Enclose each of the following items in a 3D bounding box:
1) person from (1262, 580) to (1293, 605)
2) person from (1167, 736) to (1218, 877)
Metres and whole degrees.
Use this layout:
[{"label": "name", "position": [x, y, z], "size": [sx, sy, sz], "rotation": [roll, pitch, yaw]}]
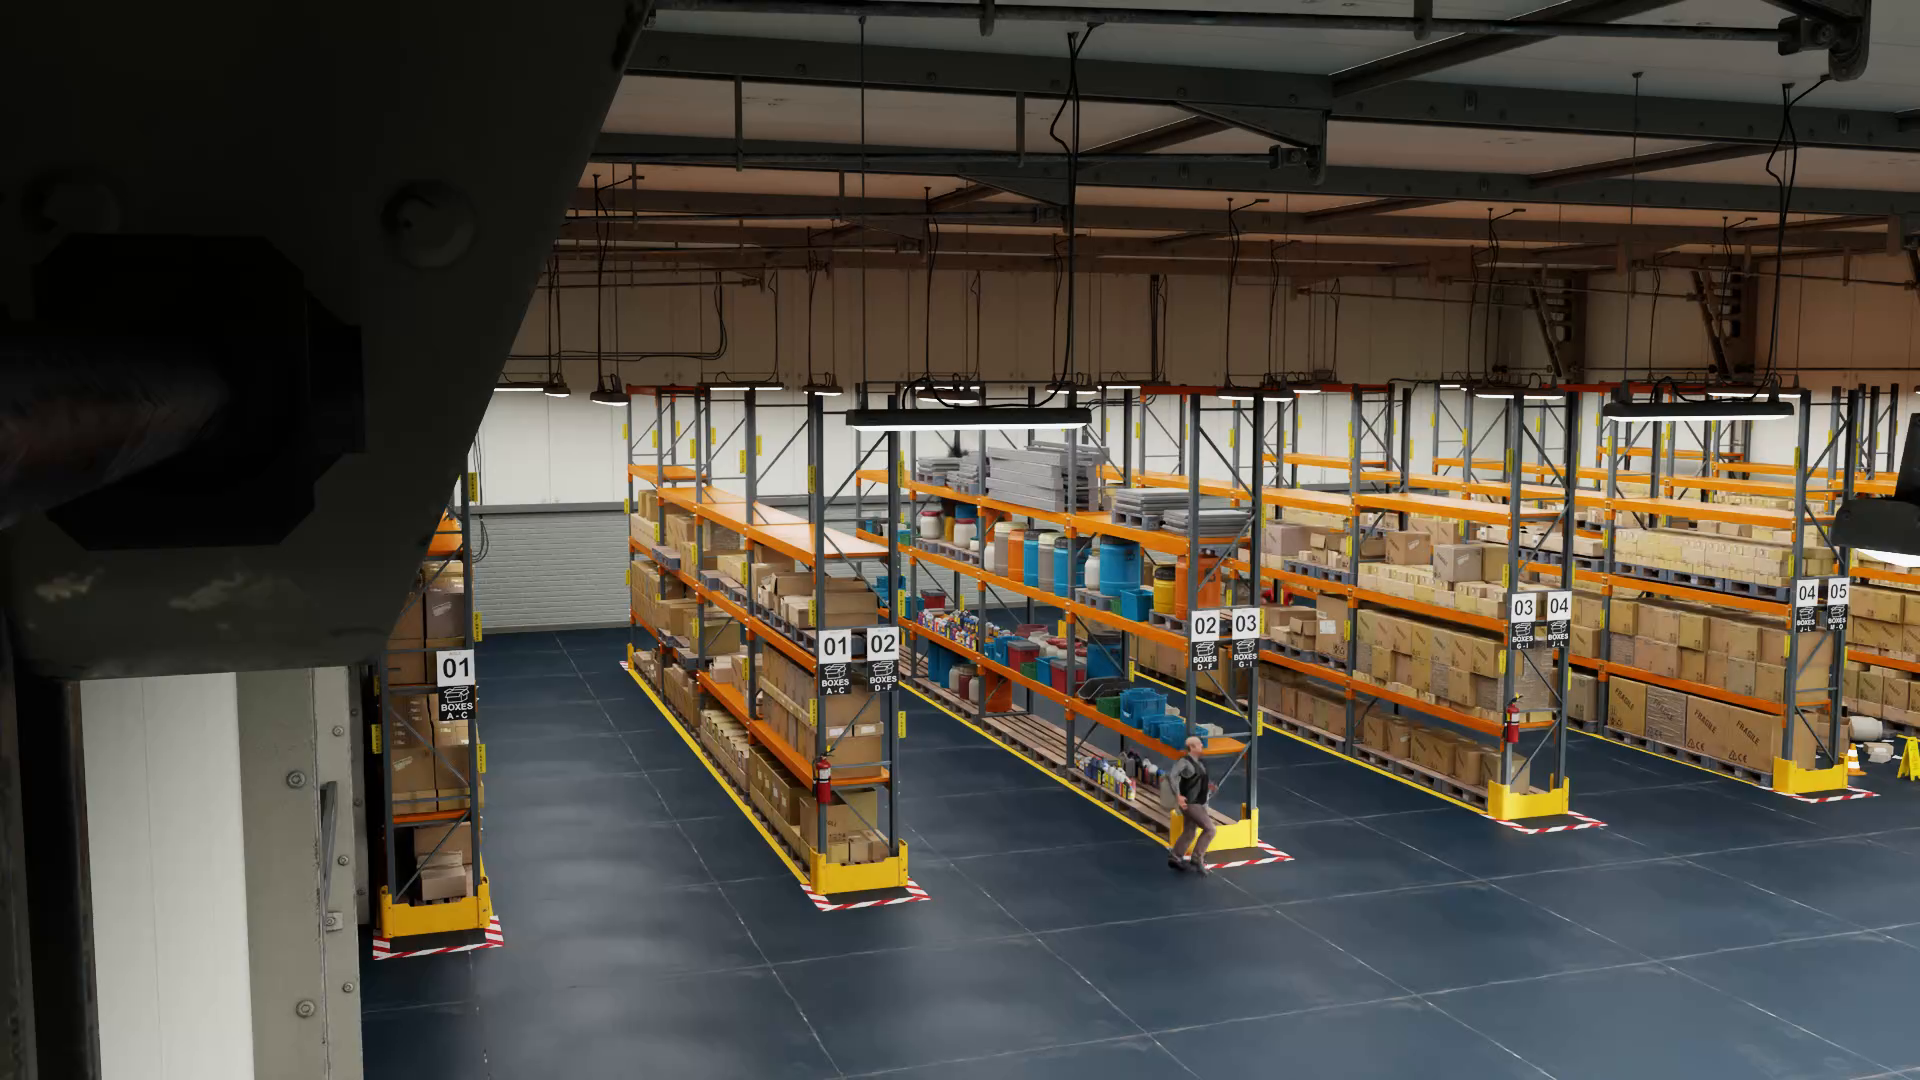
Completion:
[{"label": "person", "position": [7.025, 1.725, 36.600], "size": [0.625, 1.808, 0.769], "rotation": [-2, 6, -15]}, {"label": "person", "position": [2.938, 3.321, 20.895], "size": [0.652, 1.707, 0.636], "rotation": [2, 6, 22]}]
